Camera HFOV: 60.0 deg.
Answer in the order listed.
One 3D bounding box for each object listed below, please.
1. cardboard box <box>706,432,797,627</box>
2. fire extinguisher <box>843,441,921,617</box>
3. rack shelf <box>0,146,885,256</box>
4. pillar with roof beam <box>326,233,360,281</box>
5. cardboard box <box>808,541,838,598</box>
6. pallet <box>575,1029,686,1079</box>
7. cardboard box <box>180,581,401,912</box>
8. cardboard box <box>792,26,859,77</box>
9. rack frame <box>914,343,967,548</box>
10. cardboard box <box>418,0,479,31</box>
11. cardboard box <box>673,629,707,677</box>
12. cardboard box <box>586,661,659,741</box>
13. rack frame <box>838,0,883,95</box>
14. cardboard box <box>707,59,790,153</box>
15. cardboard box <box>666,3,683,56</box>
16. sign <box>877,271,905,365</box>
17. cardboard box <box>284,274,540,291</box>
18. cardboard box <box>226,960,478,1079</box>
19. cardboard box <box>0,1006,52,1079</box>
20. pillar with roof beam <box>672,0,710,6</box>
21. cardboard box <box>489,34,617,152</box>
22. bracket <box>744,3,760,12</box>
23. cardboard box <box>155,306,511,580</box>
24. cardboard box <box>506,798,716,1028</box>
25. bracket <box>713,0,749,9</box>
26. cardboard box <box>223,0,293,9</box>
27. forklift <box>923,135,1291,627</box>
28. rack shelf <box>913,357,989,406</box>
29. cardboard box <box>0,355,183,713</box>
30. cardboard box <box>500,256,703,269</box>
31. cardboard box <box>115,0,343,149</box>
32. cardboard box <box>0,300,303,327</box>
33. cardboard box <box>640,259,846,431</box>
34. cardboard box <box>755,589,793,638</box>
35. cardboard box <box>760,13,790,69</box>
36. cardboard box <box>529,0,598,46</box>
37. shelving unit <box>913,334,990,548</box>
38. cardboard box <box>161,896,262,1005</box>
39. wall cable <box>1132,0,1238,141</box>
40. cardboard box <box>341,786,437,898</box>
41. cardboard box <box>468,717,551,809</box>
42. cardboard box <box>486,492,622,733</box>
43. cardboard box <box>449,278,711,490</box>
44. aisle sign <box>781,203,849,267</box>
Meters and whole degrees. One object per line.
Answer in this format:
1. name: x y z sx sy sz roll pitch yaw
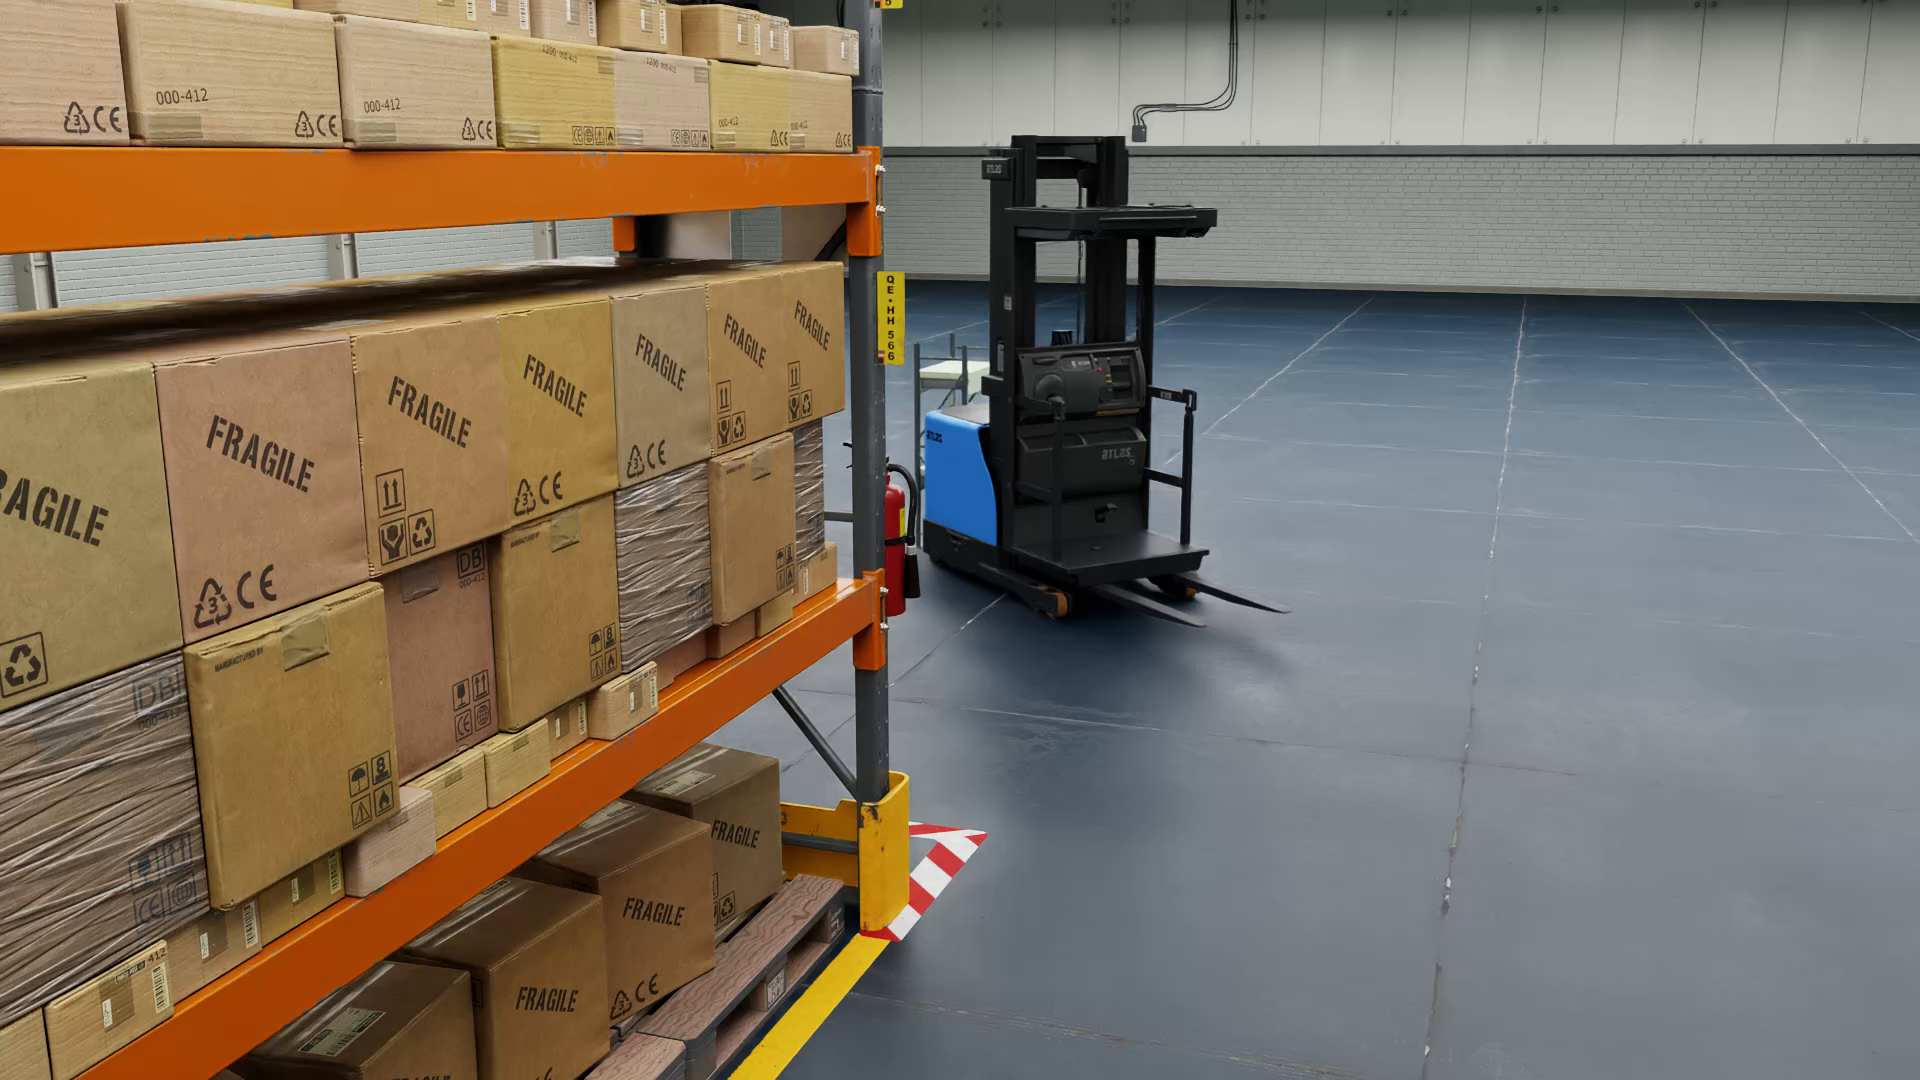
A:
1. cardboard box: -1.013 -0.072 5.168 0.875 0.500 0.500 4 14 18
2. fire extinguisher: -0.288 -0.059 6.179 0.296 0.674 0.183 4 14 18
3. rack shelf: -1.408 -0.796 4.111 1.077 0.370 4.000 4 14 18
4. pillar with roof beam: -6.016 -7.499 25.119 9.100 9.000 0.400 4 14 18
5. cardboard box: -0.658 0.092 5.910 0.380 0.149 0.250 4 14 18
6. pallet: -1.478 1.694 4.590 1.003 0.211 1.213 4 14 18
7. cardboard box: -1.656 0.350 3.321 0.875 0.500 0.500 4 14 18
8. cardboard box: -0.555 -1.608 5.494 0.380 0.149 0.250 4 14 18
9. rack frame: -0.138 -0.664 12.027 0.400 1.500 0.023 5 14 20
10. cardboard box: -1.272 -1.171 3.576 0.380 0.149 0.250 4 13 17
11. cardboard box: -0.987 0.302 4.989 0.380 0.149 0.250 4 14 18
12. cardboard box: -1.044 0.415 4.493 0.380 0.149 0.250 4 14 18
13. rack frame: -0.761 -3.030 5.542 1.000 3.000 0.127 4 14 18
14. cardboard box: -0.835 -1.270 4.906 0.500 0.250 0.500 4 14 19
15. cardboard box: -0.992 -1.399 4.576 0.380 0.149 0.250 5 14 19
16. sign: -0.242 -0.780 5.852 0.100 0.325 0.005 4 14 18
17. cardboard box: -1.526 -0.481 4.712 0.500 0.500 0.500 4 14 18
18. cardboard box: -1.583 1.412 4.236 0.500 0.500 0.500 3 13 13
19. cardboard box: -1.701 0.835 2.651 0.380 0.149 0.250 4 14 18
20. pillar with roof beam: -2.134 -10.025 36.189 9.100 9.000 0.548 4 14 18
21. cardboard box: -1.167 -1.056 3.971 0.500 0.250 0.500 4 13 17
22. bracket: -4.970 -12.651 39.604 0.235 0.232 0.430 4 14 18
23. cardboard box: -1.346 -0.232 3.622 0.500 0.500 0.500 4 14 18
24. cardboard box: -1.140 1.167 5.308 0.500 0.500 0.500 9 15 33
25. bracket: -5.161 -12.527 39.059 0.076 0.066 3.189 4 14 18
26. cardboard box: -1.490 -1.065 3.112 0.380 0.149 0.250 5 14 20
27. forklift: 0.897 -1.055 10.523 1.130 2.935 3.031 -7 15 -29
28. rack shelf: -0.011 -1.121 12.275 0.431 0.370 0.720 5 14 20
29. cardboard box: -1.669 -0.021 2.699 0.500 0.500 0.500 4 14 18
30. cardboard box: -1.197 -0.691 5.633 0.500 0.500 0.500 4 14 18
31. cardboard box: -1.501 -0.841 3.027 0.500 0.250 0.500 4 14 18
32. cardboard box: -1.847 -0.270 3.789 0.500 0.500 0.500 4 14 18
33. cardboard box: -0.705 -0.653 5.469 0.500 0.500 0.500 4 14 18
34. cardboard box: -0.771 0.201 5.432 0.380 0.149 0.250 4 14 18
35. cardboard box: -0.735 -1.496 5.004 0.380 0.149 0.250 4 13 16
36. cardboard box: -1.116 -1.281 4.058 0.380 0.149 0.250 4 13 16
37. shelving unit: -0.011 -0.741 12.362 0.431 1.500 0.755 5 14 20
38. cardboard box: -1.553 0.729 3.117 0.380 0.149 0.250 4 14 18
39. wall cable: 4.975 -11.832 36.460 2.305 6.003 0.169 4 14 18
40. cardboard box: -1.361 0.626 3.568 0.380 0.149 0.250 4 14 18
41. cardboard box: -1.228 0.519 4.039 0.380 0.149 0.250 4 14 18
42. cardboard box: -1.389 0.135 4.263 0.875 0.500 0.500 4 14 18
43. cardboard box: -1.026 -0.442 4.545 0.500 0.500 0.500 4 14 18
44. aisle sign: -0.457 -1.364 5.883 0.394 0.787 0.004 4 14 18
